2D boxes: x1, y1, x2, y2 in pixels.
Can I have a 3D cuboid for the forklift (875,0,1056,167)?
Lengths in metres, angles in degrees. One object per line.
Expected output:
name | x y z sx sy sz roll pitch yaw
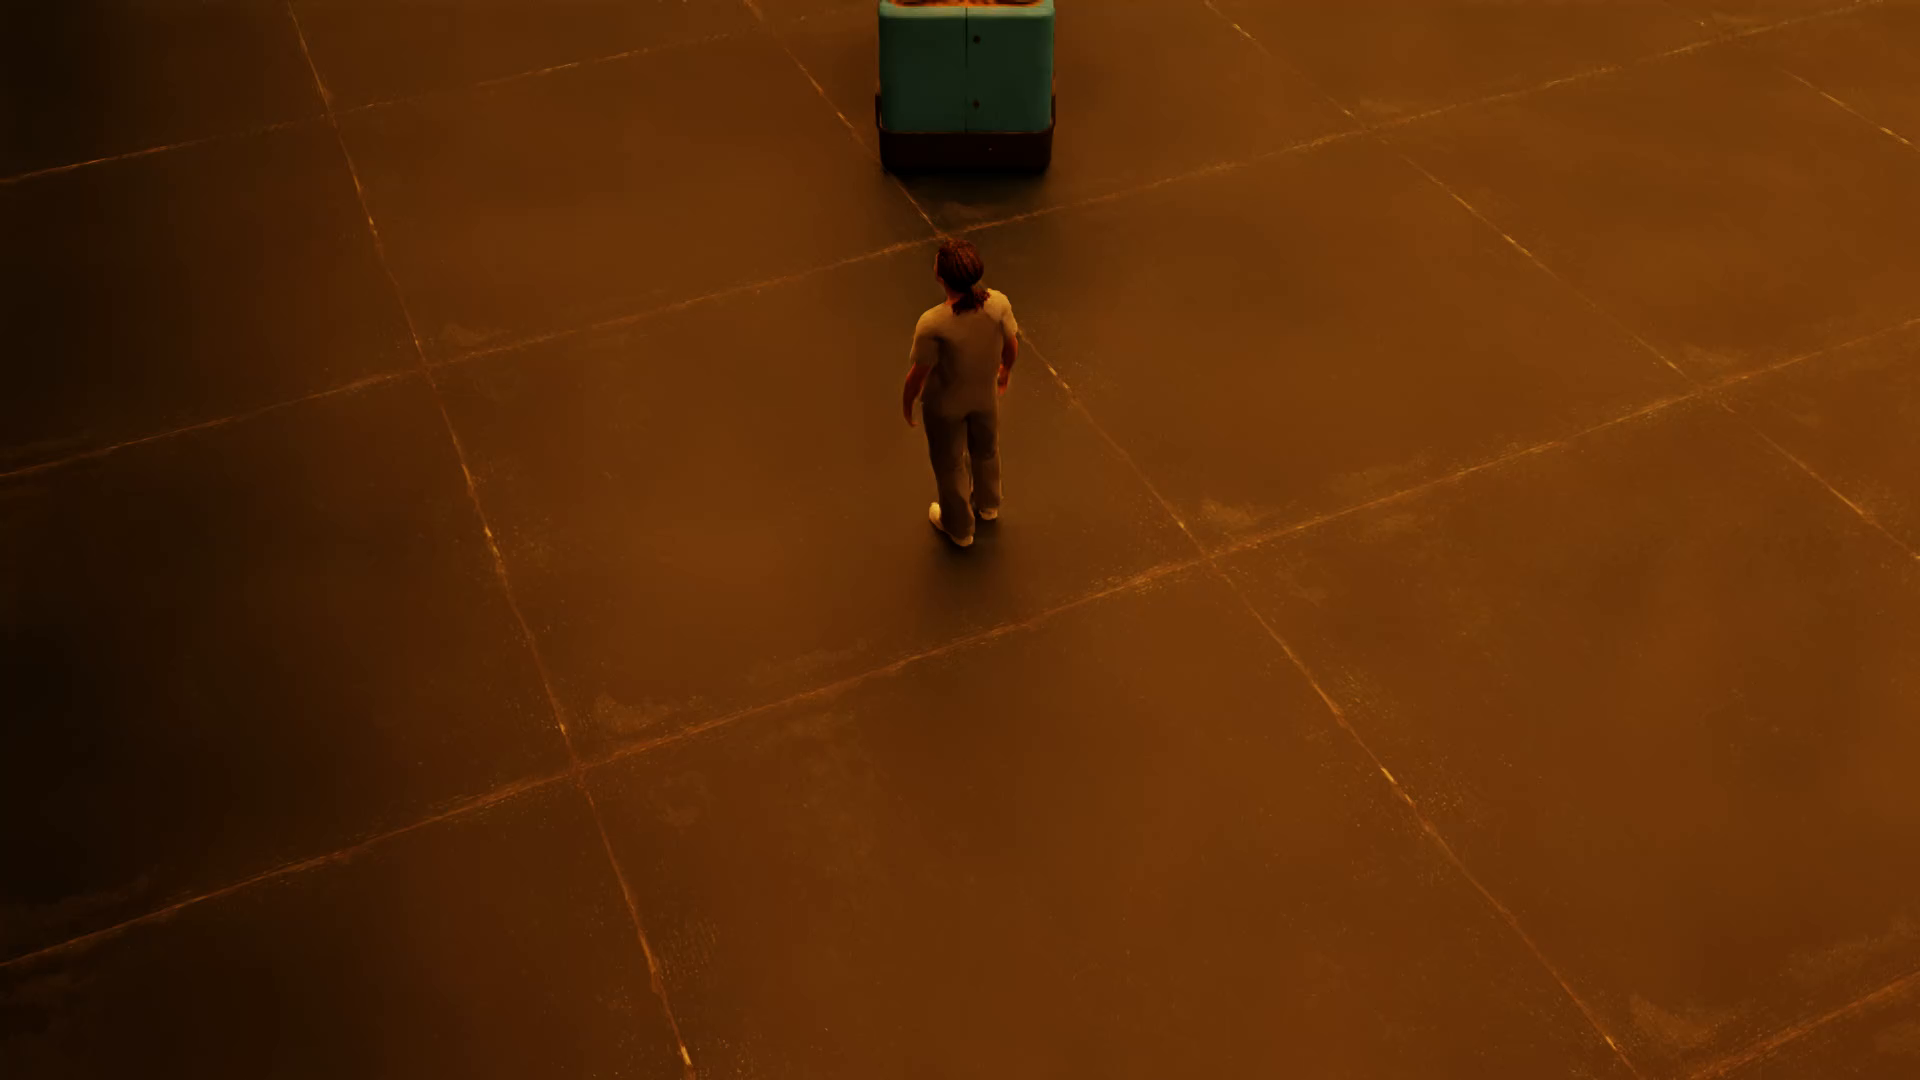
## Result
forklift | 0.033 -4.332 10.322 1.130 2.935 3.031 0 43 0

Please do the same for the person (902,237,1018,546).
person | -0.019 -0.667 7.305 0.550 1.674 0.548 -18 46 -18
